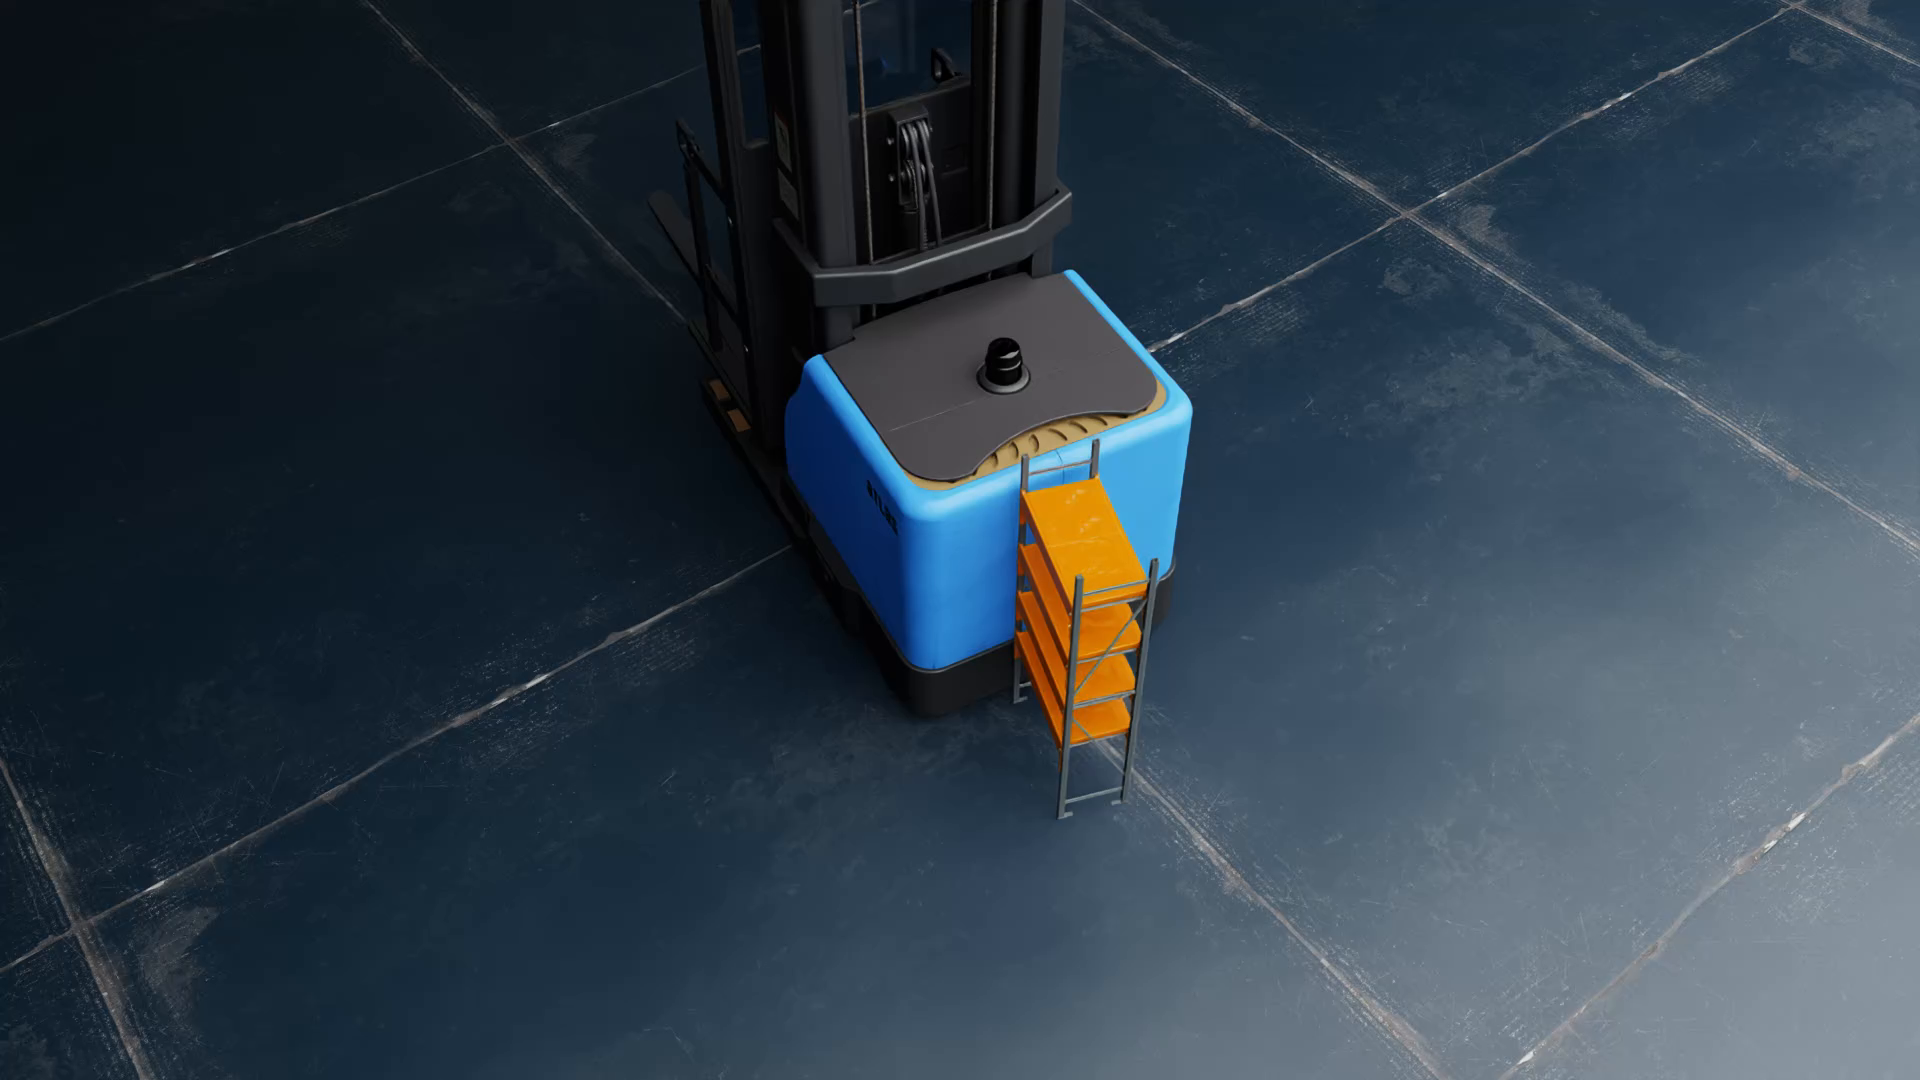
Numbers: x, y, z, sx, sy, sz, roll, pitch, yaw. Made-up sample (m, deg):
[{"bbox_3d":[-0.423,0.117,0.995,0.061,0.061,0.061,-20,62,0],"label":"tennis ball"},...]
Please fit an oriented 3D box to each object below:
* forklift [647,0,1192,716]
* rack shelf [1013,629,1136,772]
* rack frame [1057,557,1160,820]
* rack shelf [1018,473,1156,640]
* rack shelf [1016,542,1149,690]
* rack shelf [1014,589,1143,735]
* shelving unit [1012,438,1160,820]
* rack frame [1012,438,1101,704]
[{"bbox_3d":[-0.382,-1.487,5.619,1.130,2.935,3.031,-21,51,-18],"label":"forklift"},{"bbox_3d":[0.365,0.485,5.360,0.258,0.148,0.480,-12,49,-11],"label":"rack shelf"},{"bbox_3d":[0.433,0.480,5.005,0.240,1.200,0.015,-12,49,-11],"label":"rack frame"},{"bbox_3d":[0.365,0.042,4.871,0.258,0.148,0.480,-12,49,-11],"label":"rack shelf"},{"bbox_3d":[0.365,0.201,5.047,0.258,0.148,0.480,-12,49,-11],"label":"rack shelf"},{"bbox_3d":[0.365,0.351,5.212,0.258,0.148,0.480,-12,49,-11],"label":"rack shelf"},{"bbox_3d":[0.365,0.306,5.163,0.258,1.200,0.503,-12,49,-11],"label":"shelving unit"},{"bbox_3d":[0.297,0.133,5.320,0.240,1.200,0.015,-12,49,-11],"label":"rack frame"}]
